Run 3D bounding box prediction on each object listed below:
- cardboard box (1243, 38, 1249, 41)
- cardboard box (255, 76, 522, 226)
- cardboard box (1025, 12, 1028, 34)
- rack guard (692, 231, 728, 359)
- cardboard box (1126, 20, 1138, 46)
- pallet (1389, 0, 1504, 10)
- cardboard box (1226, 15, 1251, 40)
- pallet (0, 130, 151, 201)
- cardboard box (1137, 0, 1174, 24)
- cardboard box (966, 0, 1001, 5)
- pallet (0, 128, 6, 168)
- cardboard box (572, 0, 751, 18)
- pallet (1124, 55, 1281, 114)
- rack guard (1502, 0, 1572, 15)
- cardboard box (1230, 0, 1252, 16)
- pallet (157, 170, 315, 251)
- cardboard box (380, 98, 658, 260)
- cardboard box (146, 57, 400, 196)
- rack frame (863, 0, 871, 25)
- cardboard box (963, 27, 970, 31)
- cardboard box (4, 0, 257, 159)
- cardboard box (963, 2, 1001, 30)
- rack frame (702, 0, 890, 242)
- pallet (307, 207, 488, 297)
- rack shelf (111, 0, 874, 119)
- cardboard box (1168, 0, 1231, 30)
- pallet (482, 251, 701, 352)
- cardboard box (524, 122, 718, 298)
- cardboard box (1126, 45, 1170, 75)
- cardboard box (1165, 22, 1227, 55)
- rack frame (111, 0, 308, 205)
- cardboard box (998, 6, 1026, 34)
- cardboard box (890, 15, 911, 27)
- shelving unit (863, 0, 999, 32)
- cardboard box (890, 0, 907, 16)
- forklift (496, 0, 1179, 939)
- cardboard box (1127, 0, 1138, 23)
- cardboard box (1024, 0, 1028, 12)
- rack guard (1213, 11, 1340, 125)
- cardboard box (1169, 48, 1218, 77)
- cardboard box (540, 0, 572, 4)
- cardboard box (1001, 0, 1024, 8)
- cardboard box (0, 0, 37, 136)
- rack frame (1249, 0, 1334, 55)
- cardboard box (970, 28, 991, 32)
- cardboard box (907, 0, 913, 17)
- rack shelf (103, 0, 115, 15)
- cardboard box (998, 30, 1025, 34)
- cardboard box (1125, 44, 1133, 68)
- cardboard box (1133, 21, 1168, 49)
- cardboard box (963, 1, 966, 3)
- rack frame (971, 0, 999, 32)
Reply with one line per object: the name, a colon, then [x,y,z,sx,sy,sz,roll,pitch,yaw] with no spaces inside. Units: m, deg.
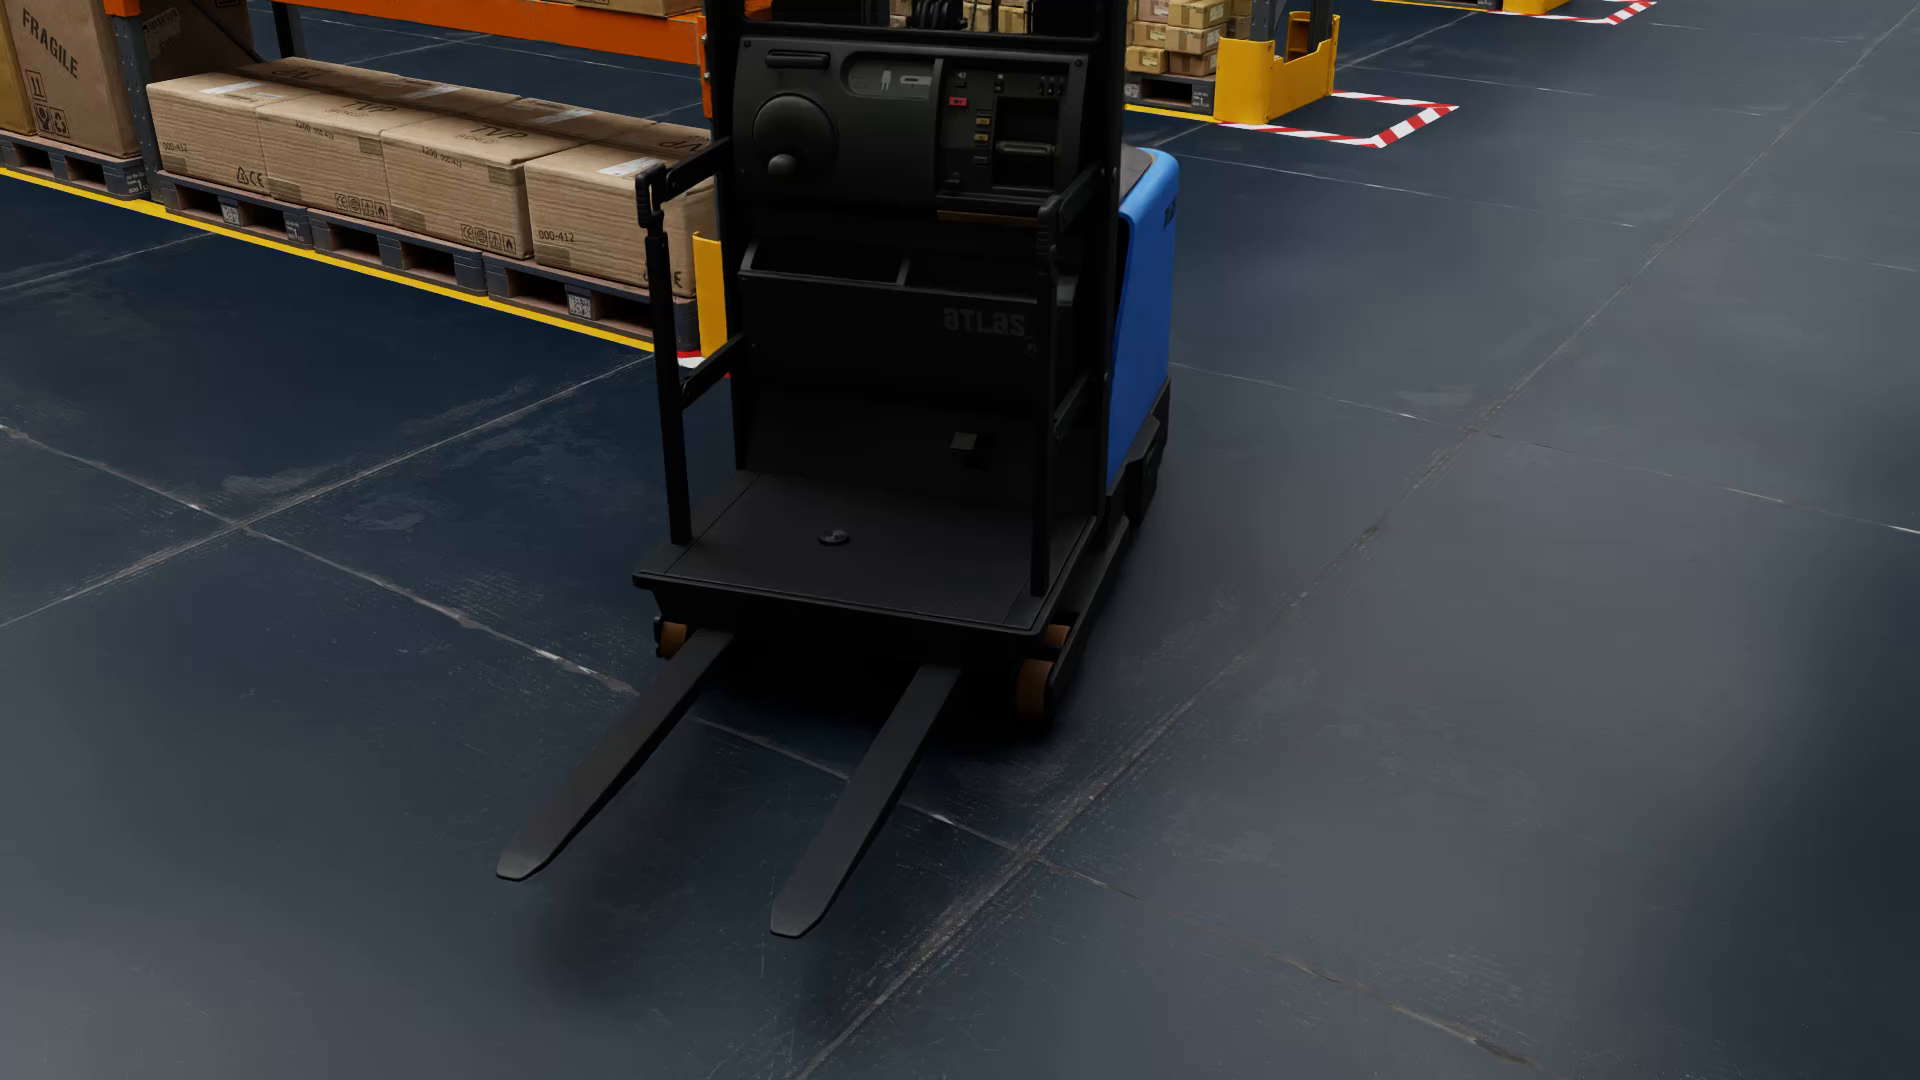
cardboard box: [1.851,-3.305,11.117,0.250,0.149,0.380,18,32,31]
cardboard box: [-2.719,-1.899,8.036,0.875,0.438,0.875,16,31,29]
cardboard box: [0.642,-3.473,11.120,0.250,0.149,0.380,18,32,31]
rack guard: [-0.597,-1.137,6.934,0.348,0.500,1.175,17,32,30]
cardboard box: [1.076,-3.345,10.868,0.250,0.149,0.380,16,31,28]
pallet: [4.290,-4.896,14.638,1.213,0.211,1.003,17,32,30]
cardboard box: [1.816,-3.414,11.003,0.250,0.149,0.380,19,32,32]
pallet: [-4.593,-2.212,9.364,1.213,0.211,1.003,17,32,30]
cardboard box: [1.348,-3.443,10.733,0.250,0.149,0.380,18,32,31]
cardboard box: [0.245,-3.766,11.368,0.250,0.149,0.380,17,32,31]
pallet: [-5.603,-2.525,9.979,1.213,0.211,1.003,17,32,30]
cardboard box: [-1.165,-2.327,6.405,0.500,0.500,0.500,18,32,31]
pallet: [1.390,-3.133,11.173,1.213,0.211,1.003,17,32,30]
rack guard: [5.013,-4.842,14.214,0.348,0.500,1.175,17,32,30]
cardboard box: [1.863,-3.577,10.997,0.250,0.149,0.380,16,31,28]
pallet: [-3.332,-1.817,8.589,1.213,0.211,1.003,17,32,30]
cardboard box: [-1.977,-1.667,7.580,0.875,0.438,0.875,18,32,32]
cardboard box: [-3.458,-2.129,8.488,0.875,0.438,0.875,17,31,30]
rack frame: [-0.398,-1.538,5.958,0.015,2.100,0.400,9,28,18]
cardboard box: [0.016,-3.546,11.591,0.250,0.149,0.380,16,31,29]
cardboard box: [-4.471,-2.654,9.038,0.875,0.875,0.875,18,32,32]
cardboard box: [0.198,-3.606,11.381,0.250,0.149,0.380,18,32,31]
rack frame: [-0.617,-2.258,6.379,0.127,3.000,1.000,17,32,30]
pallet: [-2.322,-1.504,7.974,1.213,0.211,1.003,17,32,30]
rack shelf: [-2.266,-2.451,7.551,4.000,0.370,1.077,17,32,30]
cardboard box: [1.522,-3.357,10.564,0.250,0.149,0.380,18,32,31]
pallet: [-1.321,-1.191,7.357,1.213,0.211,1.003,17,32,30]
cardboard box: [-1.218,-1.435,7.124,0.875,0.438,0.875,16,31,29]
cardboard box: [1.281,-3.136,10.786,0.250,0.149,0.380,18,32,32]
cardboard box: [1.505,-3.212,10.607,0.250,0.149,0.380,16,31,29]
rack frame: [-3.914,-3.285,8.397,0.127,3.000,1.000,17,32,30]
cardboard box: [0.441,-3.546,11.263,0.250,0.149,0.380,19,33,33]
cardboard box: [-0.386,-3.705,11.903,0.250,0.149,0.380,17,31,29]
shelving unit: [-0.169,-1.500,5.883,0.503,2.100,0.431,9,28,18]
cardboard box: [-0.376,-3.847,11.854,0.250,0.149,0.380,16,31,28]
forklift: [-0.196,-1.034,4.050,1.130,2.935,3.031,8,28,15]
cardboard box: [1.062,-3.462,10.770,0.250,0.149,0.380,17,31,29]
cardboard box: [0.632,-3.600,11.042,0.250,0.149,0.380,19,32,32]
rack guard: [2.039,-3.040,10.672,0.348,0.500,1.175,17,32,30]
cardboard box: [1.550,-3.108,10.730,0.250,0.149,0.380,18,32,31]
cardboard box: [-1.570,-2.462,6.670,0.500,0.500,0.500,17,31,29]
cardboard box: [0.477,-3.710,11.256,0.250,0.149,0.380,16,31,29]
cardboard box: [-5.220,-2.883,9.488,0.875,0.875,0.875,18,32,32]
rack frame: [2.102,-4.134,10.066,0.127,3.000,1.000,17,32,30]
cardboard box: [0.275,-3.507,11.515,0.250,0.149,0.380,18,32,32]
cardboard box: [-0.163,-3.767,11.698,0.250,0.149,0.380,19,33,33]
rack shelf: [-5.563,-3.478,9.570,4.000,0.370,1.077,17,32,30]
cardboard box: [0.441,-3.415,11.332,0.250,0.149,0.380,18,32,31]
cardboard box: [1.112,-3.236,10.982,0.250,0.149,0.380,17,32,30]
cardboard box: [1.320,-3.299,10.778,0.250,0.149,0.380,16,31,29]
cardboard box: [0.010,-3.679,11.524,0.250,0.149,0.380,17,32,30]
rack frame: [0.060,-1.462,5.808,0.015,2.100,0.400,9,28,18]
